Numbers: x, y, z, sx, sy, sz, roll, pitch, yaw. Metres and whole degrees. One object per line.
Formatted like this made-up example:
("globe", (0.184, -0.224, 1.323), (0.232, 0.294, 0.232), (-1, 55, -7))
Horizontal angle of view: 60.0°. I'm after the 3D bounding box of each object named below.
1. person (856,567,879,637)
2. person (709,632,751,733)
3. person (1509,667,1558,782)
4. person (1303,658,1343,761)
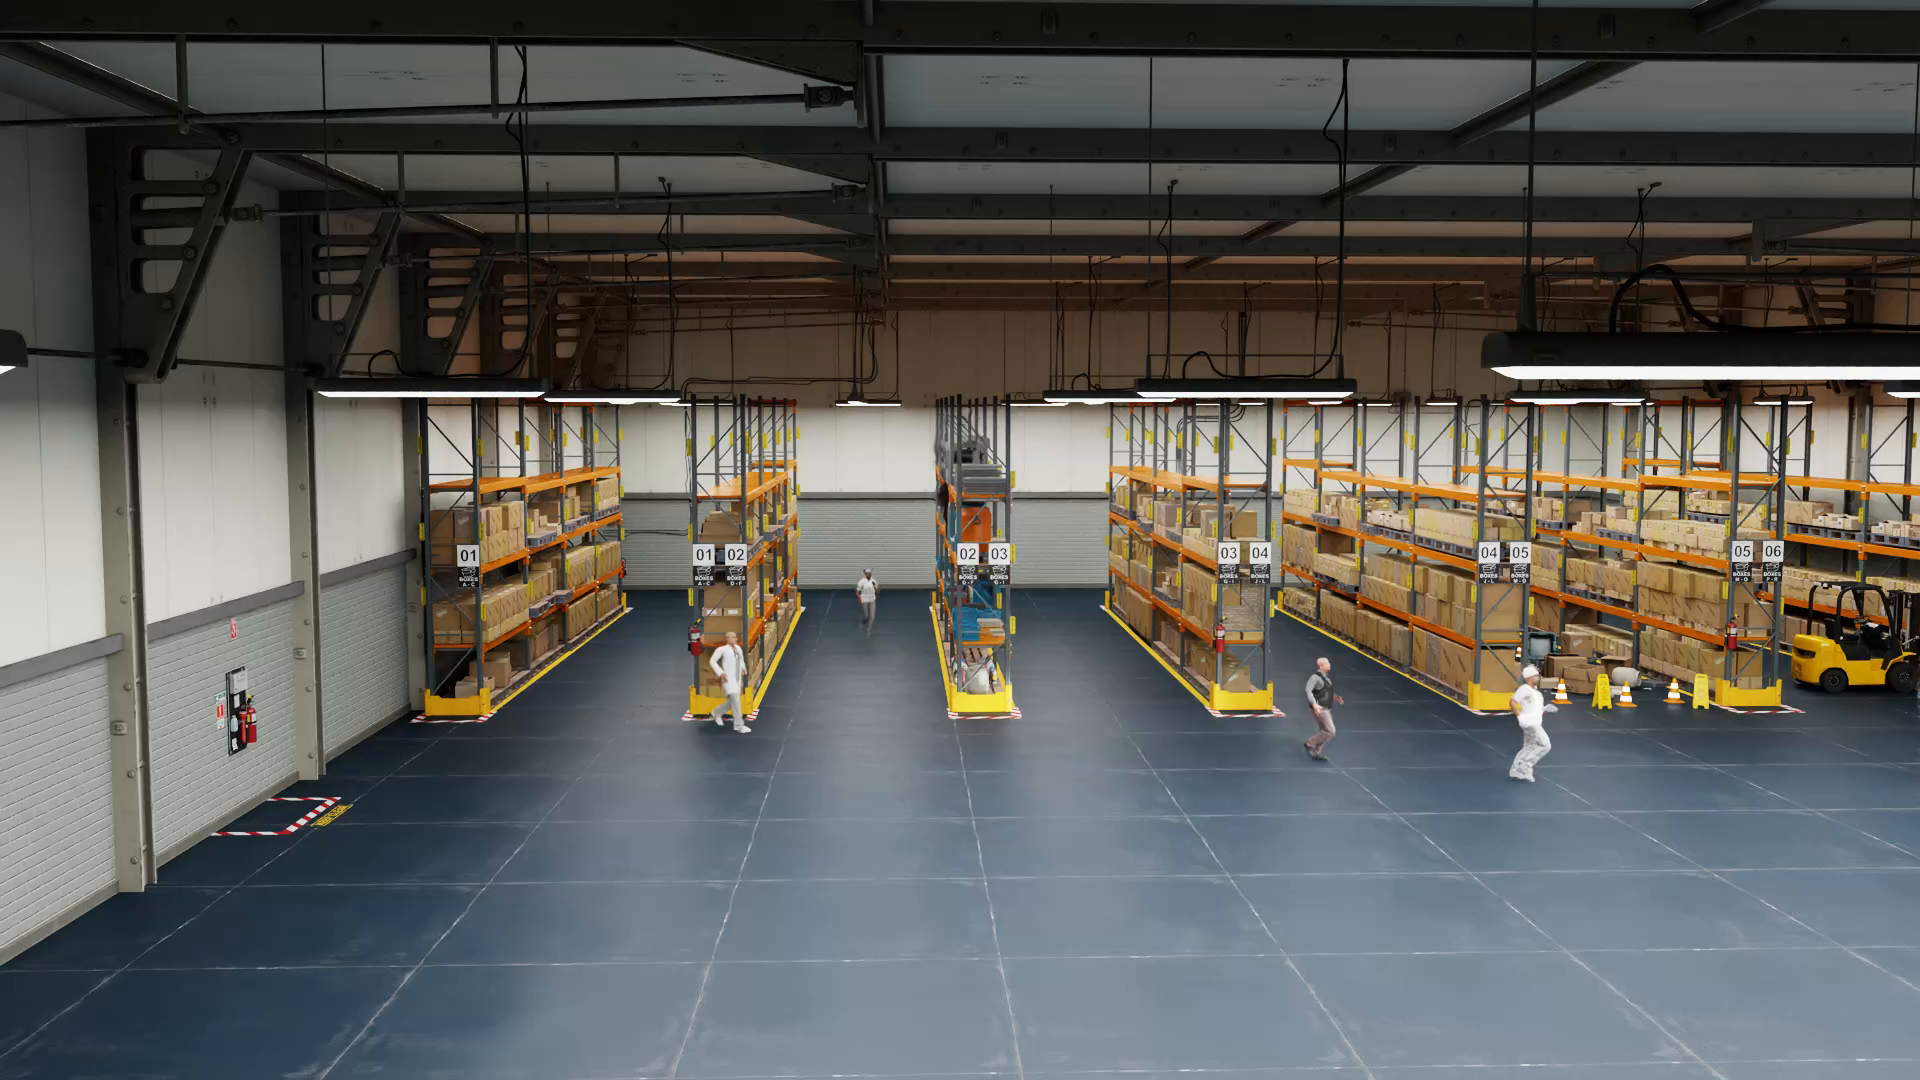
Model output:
("person", (-2.214, 1.473, 39.958), (0.575, 1.659, 0.589), (-1, 5, -18))
("person", (-4.091, 2.507, 29.603), (0.969, 1.770, 0.718), (3, 5, 32))
("person", (8.790, 2.826, 25.494), (0.683, 1.764, 0.662), (2, 5, 25))
("person", (5.912, 2.753, 27.046), (0.571, 1.689, 0.672), (2, 5, 28))
